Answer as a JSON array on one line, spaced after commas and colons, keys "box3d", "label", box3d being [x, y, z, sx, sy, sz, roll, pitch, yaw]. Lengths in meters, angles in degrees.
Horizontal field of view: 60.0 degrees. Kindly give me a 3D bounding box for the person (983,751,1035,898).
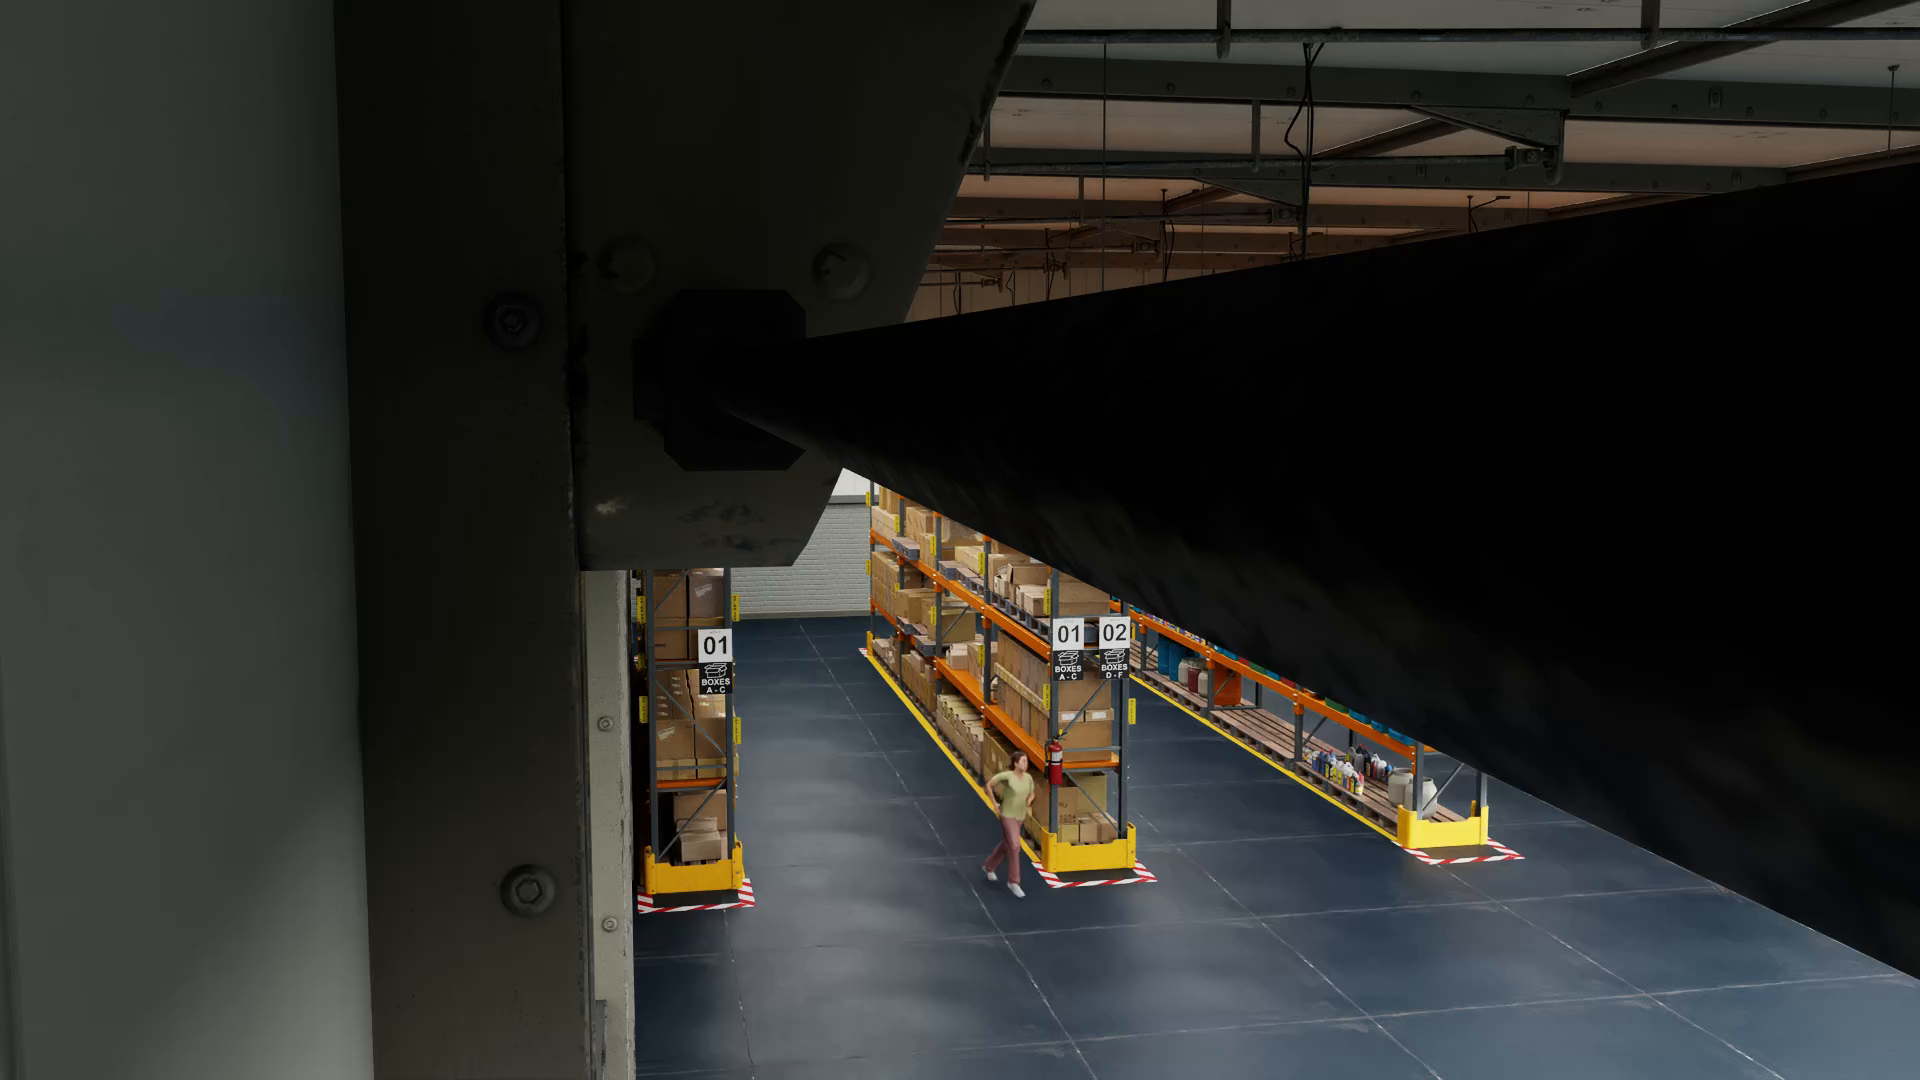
[{"box3d": [0.682, 3.396, 20.223, 0.576, 1.680, 0.811, -5, 8, -40], "label": "person"}]
